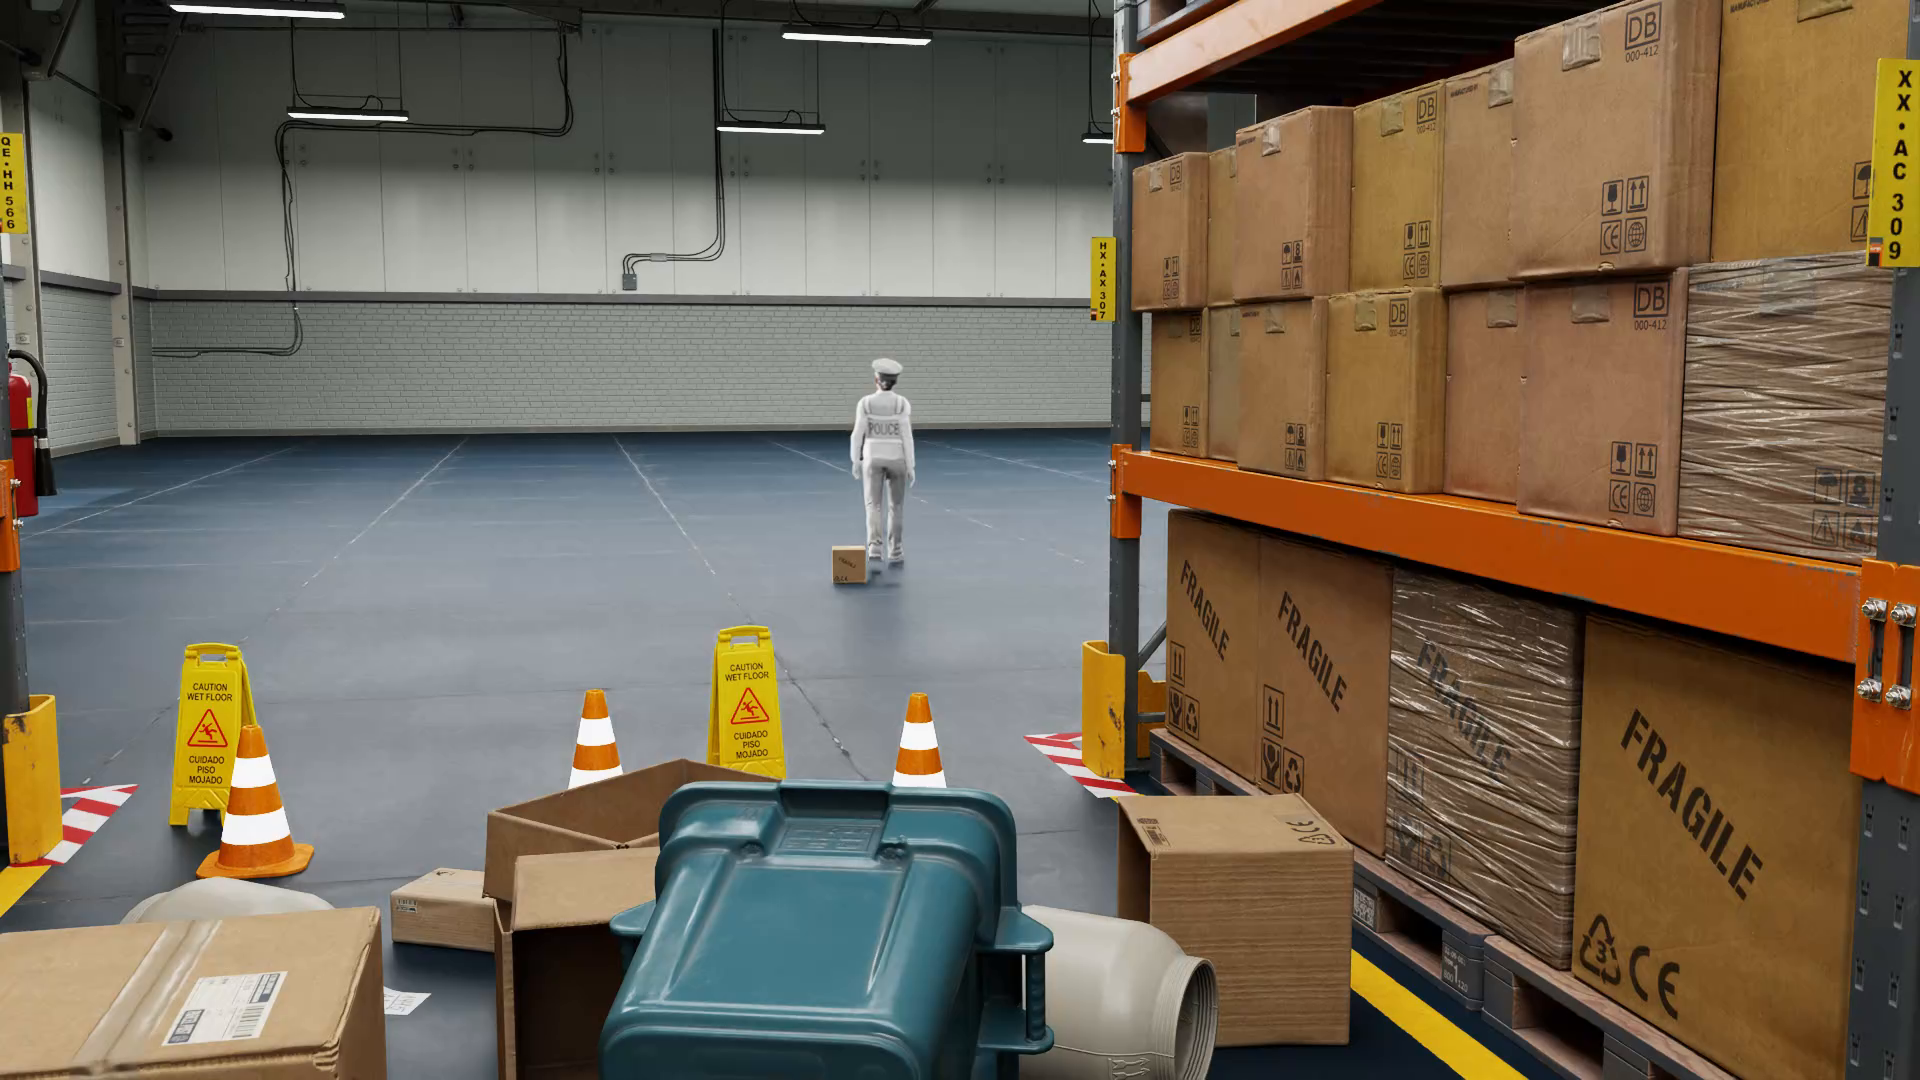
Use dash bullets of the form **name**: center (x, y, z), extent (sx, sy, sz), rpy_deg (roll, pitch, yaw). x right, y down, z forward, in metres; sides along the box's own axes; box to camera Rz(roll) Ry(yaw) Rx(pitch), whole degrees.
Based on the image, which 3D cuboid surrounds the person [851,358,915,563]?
- **person**: center (-0.619, -0.633, 13.331), extent (0.508, 1.641, 0.967), rpy_deg (0, 6, -3)
